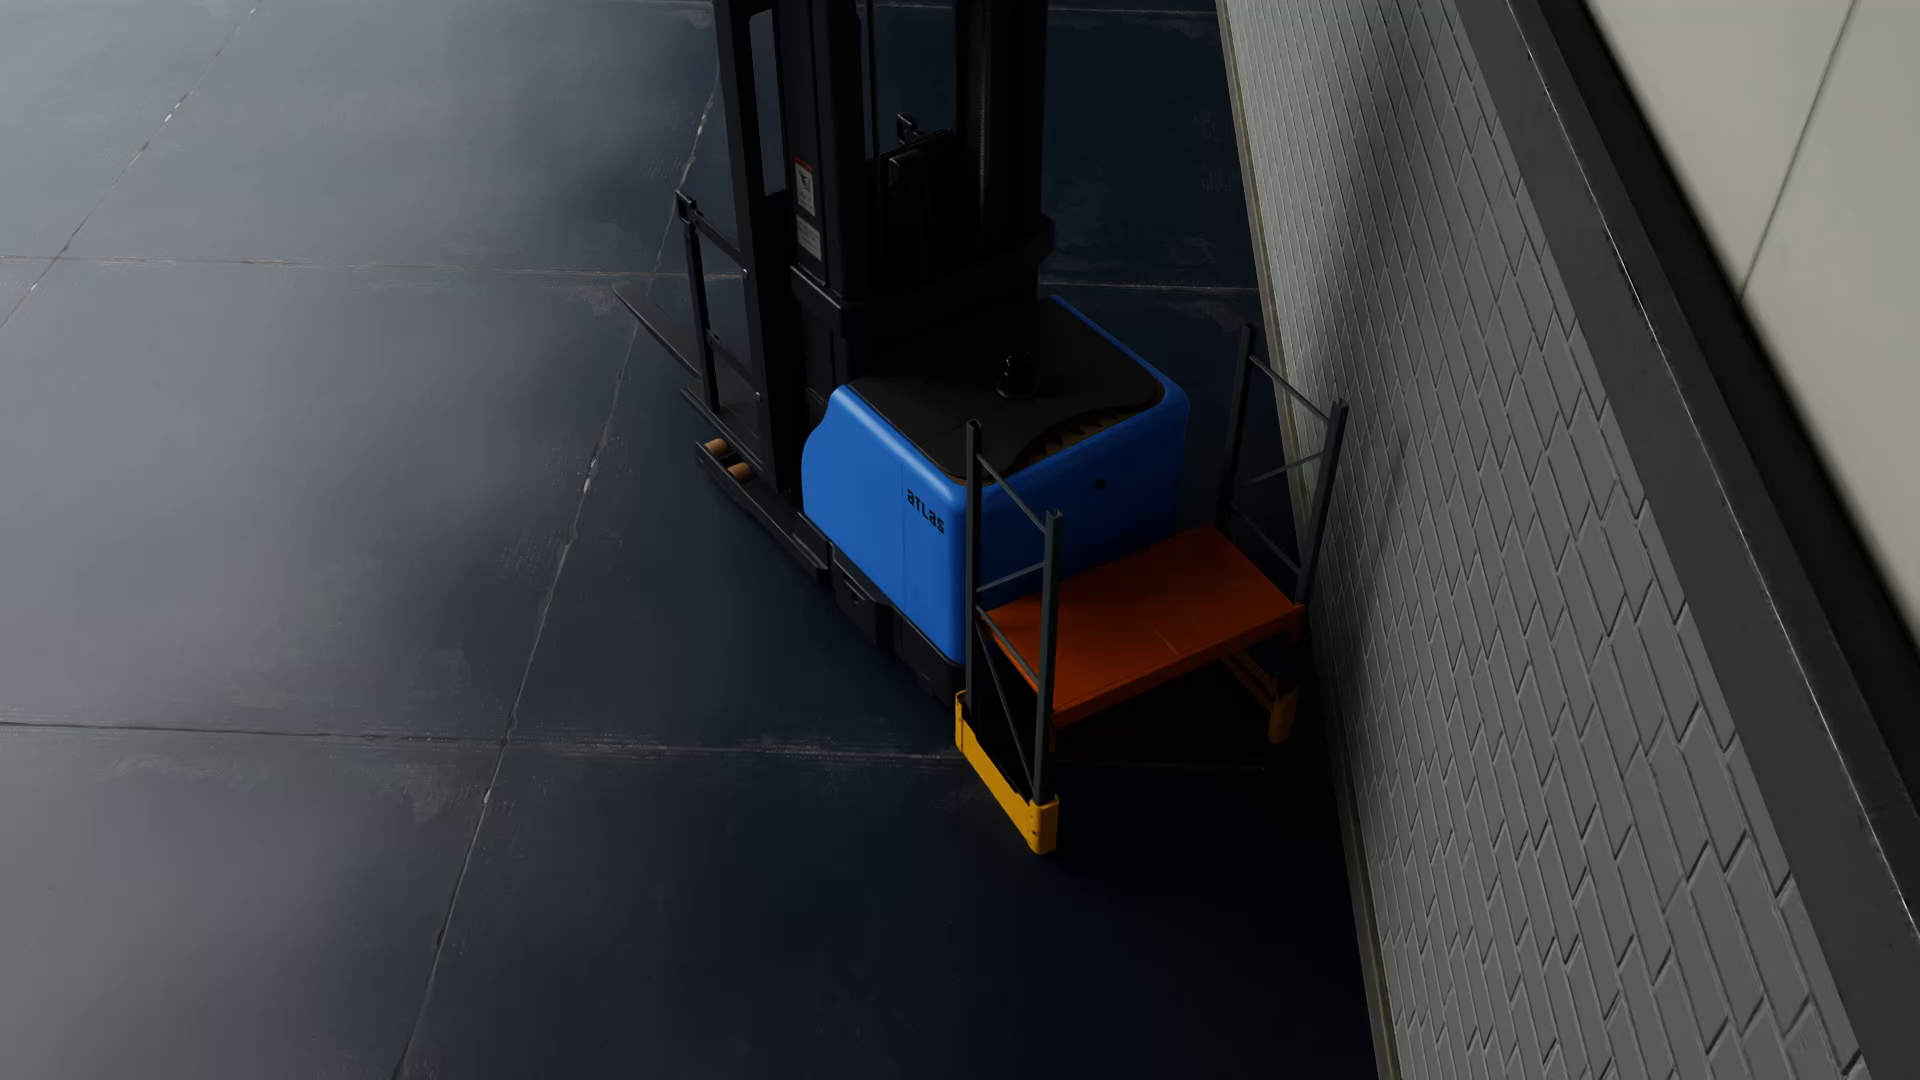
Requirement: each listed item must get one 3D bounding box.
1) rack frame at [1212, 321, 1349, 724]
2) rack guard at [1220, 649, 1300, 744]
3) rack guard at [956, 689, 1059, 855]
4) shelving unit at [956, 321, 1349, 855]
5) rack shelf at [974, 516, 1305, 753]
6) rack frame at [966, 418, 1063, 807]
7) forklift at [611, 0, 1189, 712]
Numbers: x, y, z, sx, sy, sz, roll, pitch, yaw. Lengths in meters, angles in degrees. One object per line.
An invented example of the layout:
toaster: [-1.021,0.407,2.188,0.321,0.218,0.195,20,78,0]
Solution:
rack frame: [1.042,-0.002,5.687,0.032,1.500,0.500,-21,47,-21]
rack guard: [1.025,0.462,6.106,0.087,0.250,0.587,-21,47,-21]
rack guard: [0.156,0.794,5.749,0.087,0.250,0.587,-21,47,-21]
shelving unit: [0.590,0.171,5.502,1.083,1.500,0.587,-21,47,-21]
rack shelf: [0.598,0.299,5.628,1.000,0.185,0.538,-21,47,-21]
rack frame: [0.155,0.338,5.323,0.032,1.500,0.500,-21,47,-21]
forklift: [-0.460,-1.407,6.145,1.130,2.935,3.031,-27,49,-26]
